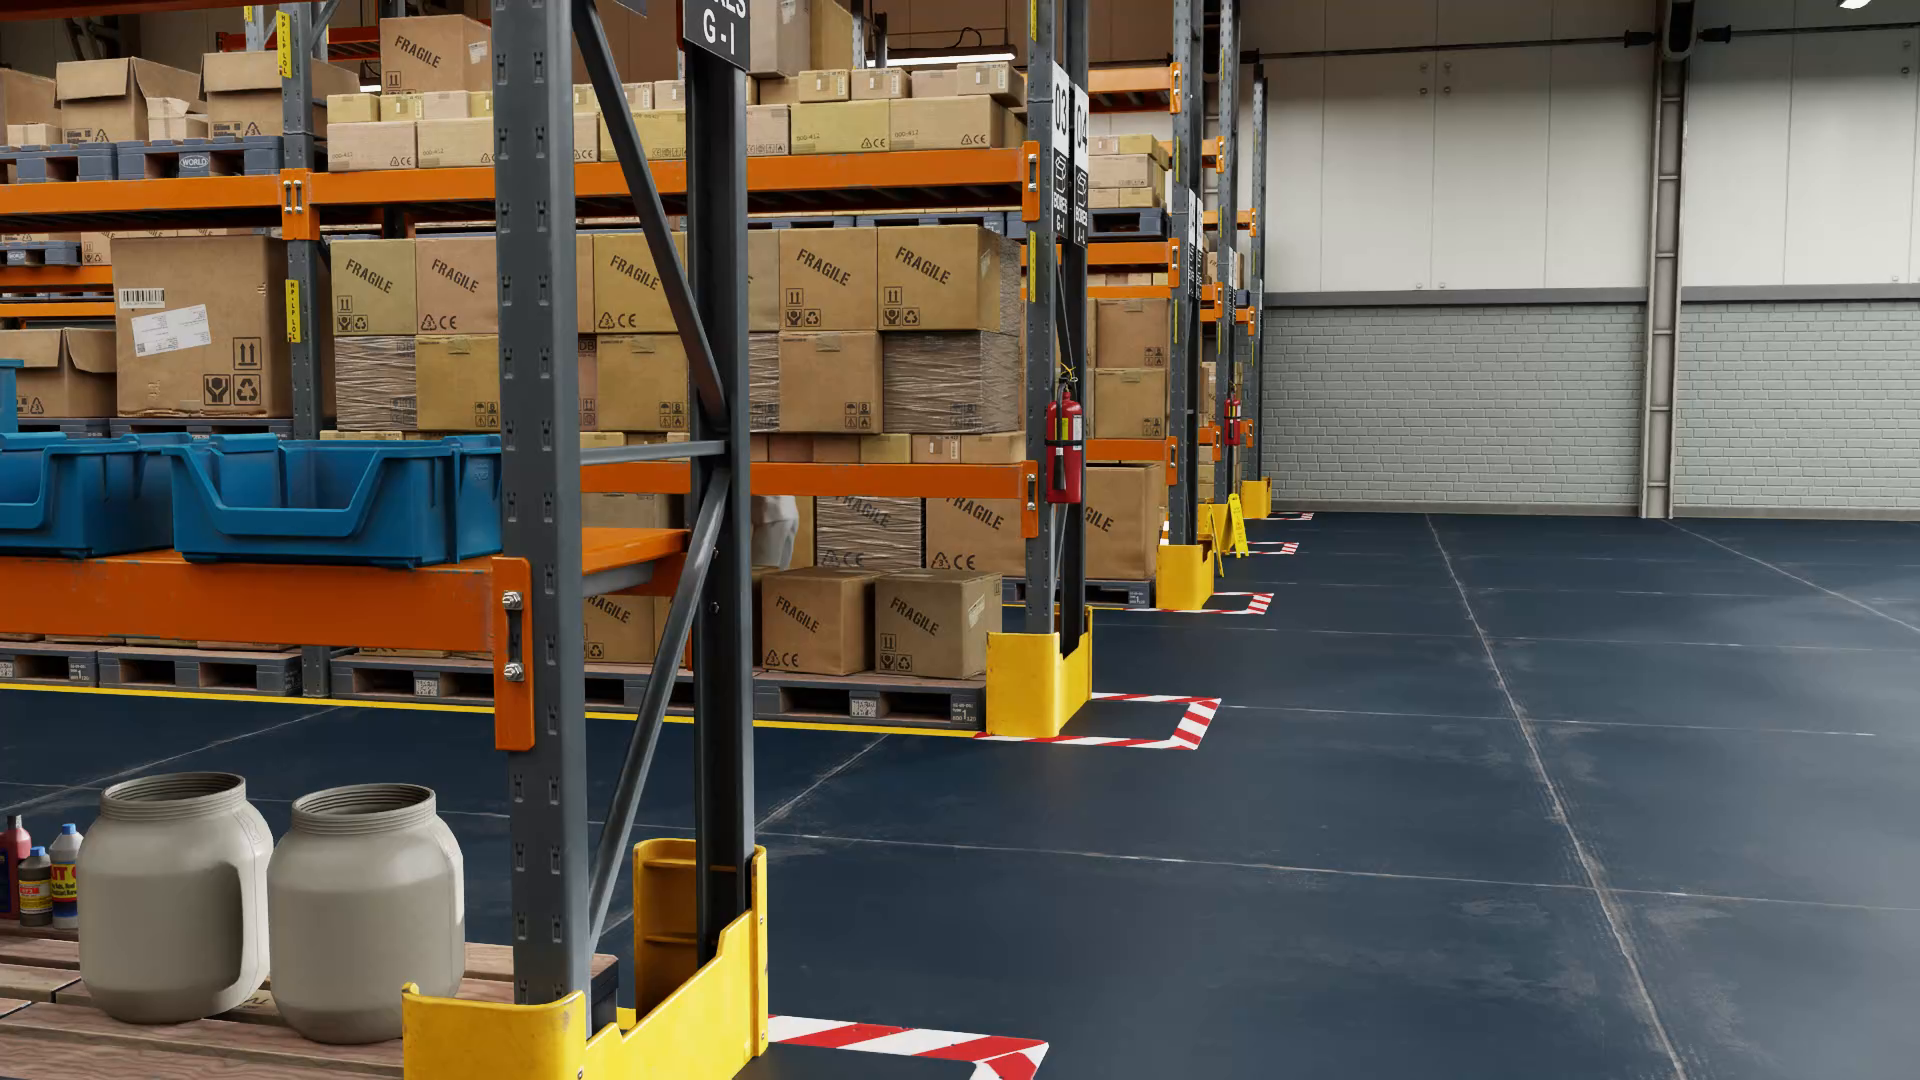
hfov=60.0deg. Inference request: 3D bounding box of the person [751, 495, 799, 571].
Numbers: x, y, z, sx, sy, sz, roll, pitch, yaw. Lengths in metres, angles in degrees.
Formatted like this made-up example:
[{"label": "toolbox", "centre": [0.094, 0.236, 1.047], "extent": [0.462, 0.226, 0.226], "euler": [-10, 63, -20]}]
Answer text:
[{"label": "person", "centre": [-1.226, -0.078, 10.215], "extent": [0.532, 1.668, 0.423], "euler": [1, 5, 12]}]
